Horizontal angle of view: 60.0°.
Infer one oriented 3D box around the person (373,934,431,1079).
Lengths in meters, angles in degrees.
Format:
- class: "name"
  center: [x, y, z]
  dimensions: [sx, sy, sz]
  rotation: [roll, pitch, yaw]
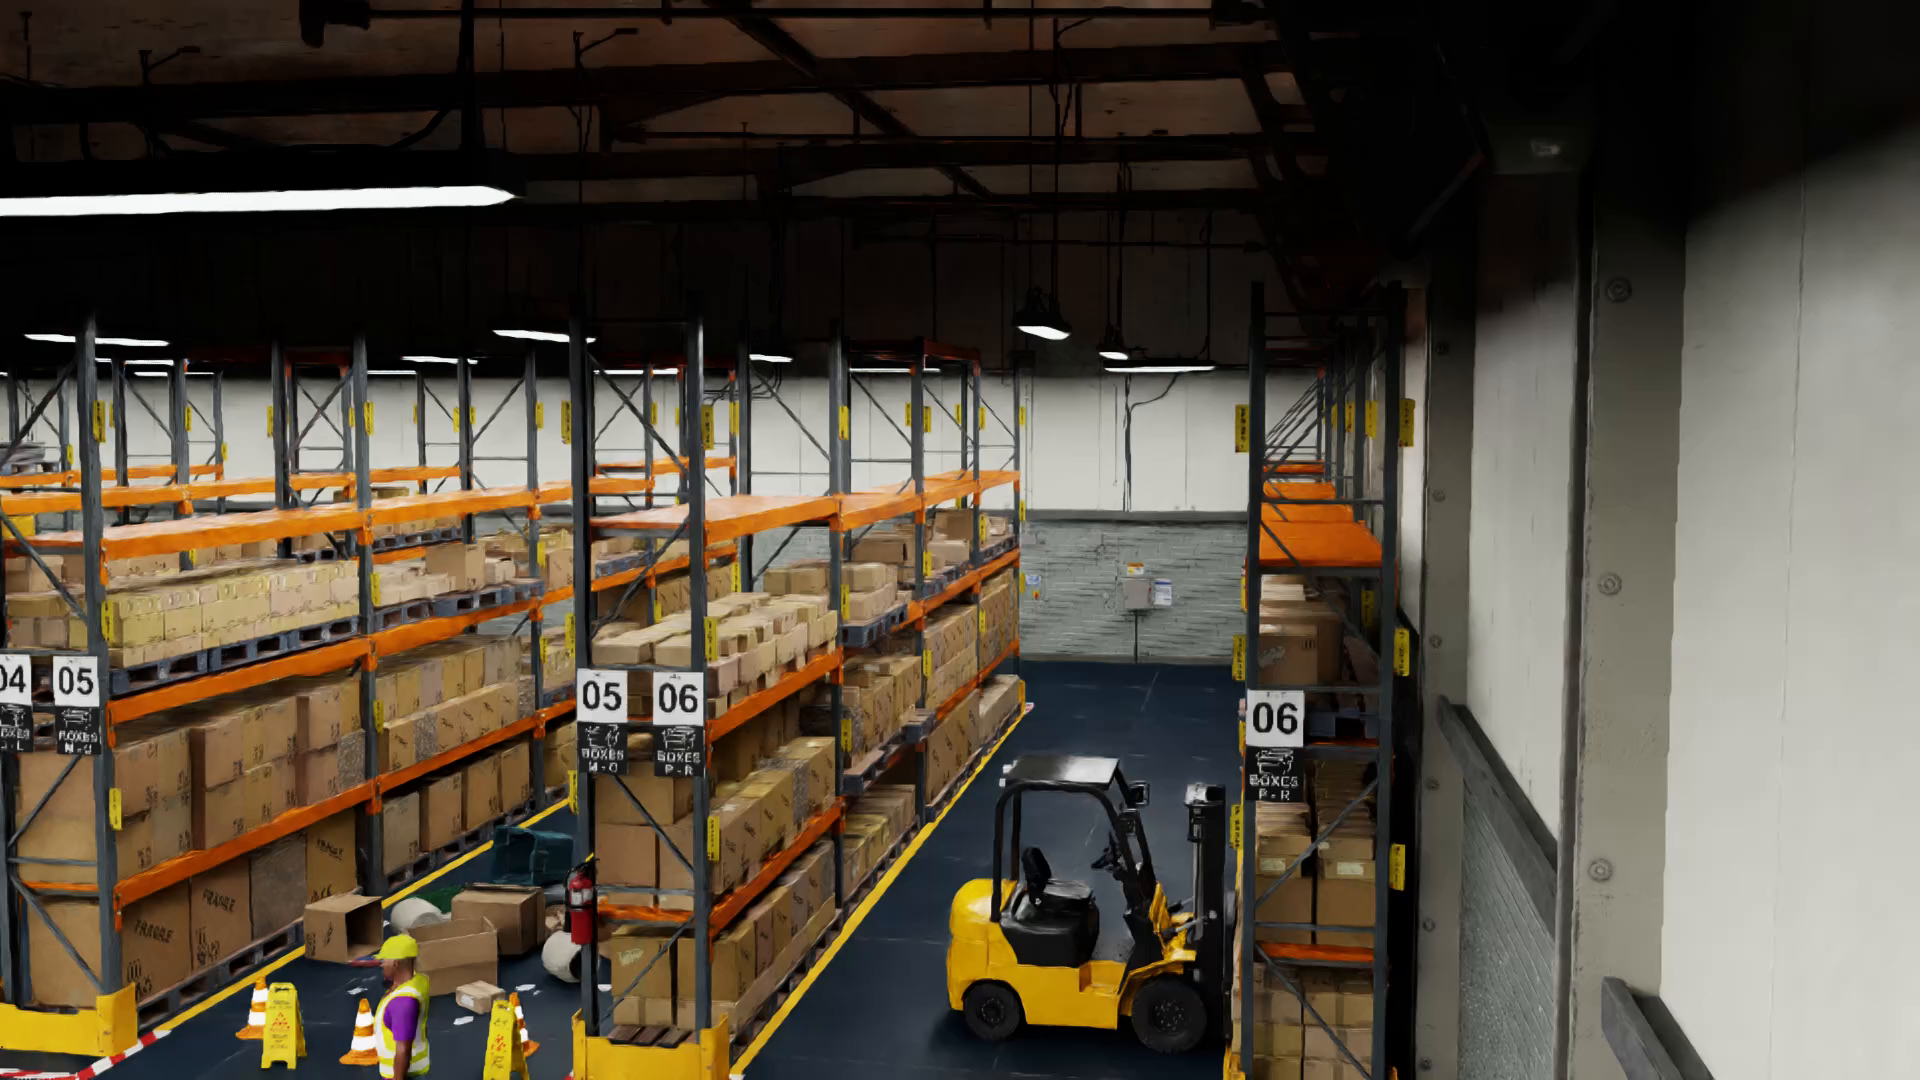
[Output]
- class: "person"
  center: [-3.537, 3.433, 10.727]
  dimensions: [0.475, 1.761, 0.747]
  rotation: [-1, 5, -18]
